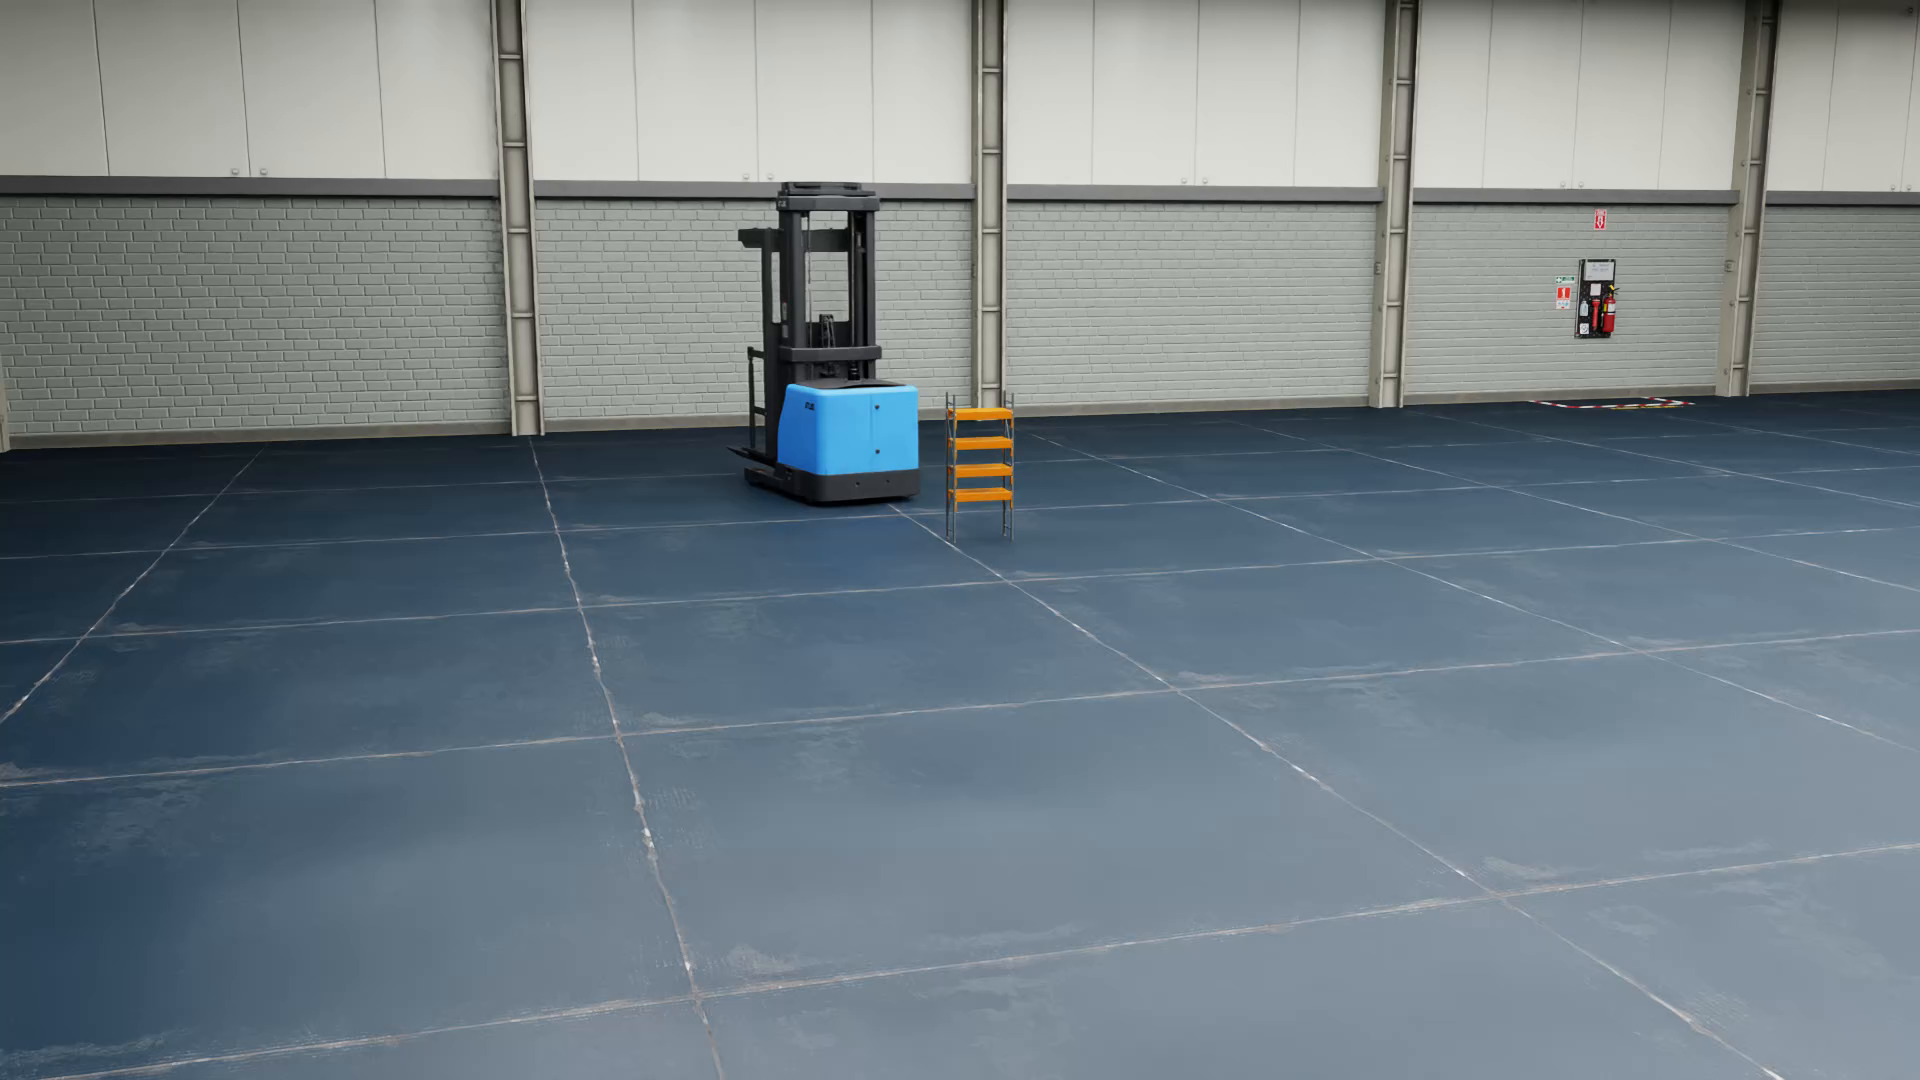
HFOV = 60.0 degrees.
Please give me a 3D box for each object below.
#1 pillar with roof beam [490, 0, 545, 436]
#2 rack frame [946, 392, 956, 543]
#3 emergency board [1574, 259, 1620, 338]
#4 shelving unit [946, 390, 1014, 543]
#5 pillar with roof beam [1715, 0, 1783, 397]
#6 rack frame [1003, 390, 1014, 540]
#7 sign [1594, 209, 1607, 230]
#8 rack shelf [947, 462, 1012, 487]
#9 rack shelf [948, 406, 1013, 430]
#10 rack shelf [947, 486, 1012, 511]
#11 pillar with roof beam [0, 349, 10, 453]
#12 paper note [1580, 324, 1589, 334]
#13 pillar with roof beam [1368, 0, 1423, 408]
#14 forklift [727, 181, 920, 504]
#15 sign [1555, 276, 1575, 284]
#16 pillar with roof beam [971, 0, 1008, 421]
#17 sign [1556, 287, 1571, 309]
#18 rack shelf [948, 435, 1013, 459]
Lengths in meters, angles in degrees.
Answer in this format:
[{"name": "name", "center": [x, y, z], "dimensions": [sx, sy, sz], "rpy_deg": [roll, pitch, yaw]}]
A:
[{"name": "pillar with roof beam", "center": [-4.177, -4.996, 15.832], "dimensions": [0.400, 9.000, 9.100], "rpy_deg": [-3, 11, -16]}, {"name": "rack frame", "center": [-0.075, -0.586, 13.416], "dimensions": [0.015, 1.200, 0.240], "rpy_deg": [-3, 11, -16]}, {"name": "emergency board", "center": [9.519, -3.587, 24.744], "dimensions": [0.643, 1.169, 0.194], "rpy_deg": [-3, 11, -16]}, {"name": "shelving unit", "center": [0.159, -0.598, 13.483], "dimensions": [0.503, 1.200, 0.258], "rpy_deg": [-3, 11, -16]}, {"name": "pillar with roof beam", "center": [13.106, -5.907, 20.779], "dimensions": [0.400, 9.000, 9.100], "rpy_deg": [-3, 11, -16]}, {"name": "rack frame", "center": [0.393, -0.611, 13.550], "dimensions": [0.015, 1.200, 0.240], "rpy_deg": [-3, 11, -16]}, {"name": "sign", "center": [9.483, -4.744, 24.626], "dimensions": [0.199, 0.298, 0.001], "rpy_deg": [-3, 11, -16]}, {"name": "rack shelf", "center": [0.159, -0.532, 13.496], "dimensions": [0.480, 0.148, 0.258], "rpy_deg": [-3, 11, -16]}, {"name": "rack shelf", "center": [0.159, -0.985, 13.412], "dimensions": [0.480, 0.148, 0.258], "rpy_deg": [-3, 11, -16]}, {"name": "rack shelf", "center": [0.159, -0.337, 13.531], "dimensions": [0.480, 0.148, 0.258], "rpy_deg": [-3, 11, -16]}, {"name": "pillar with roof beam", "center": [-9.938, -4.693, 14.182], "dimensions": [0.400, 9.000, 9.100], "rpy_deg": [-3, 11, -16]}, {"name": "paper note", "center": [9.330, -3.157, 24.841], "dimensions": [0.142, 0.148, 0.016], "rpy_deg": [-3, 11, -16]}, {"name": "pillar with roof beam", "center": [7.345, -5.604, 19.130], "dimensions": [0.400, 9.000, 9.100], "rpy_deg": [-3, 11, -16]}, {"name": "forklift", "center": [-1.494, -1.999, 16.309], "dimensions": [1.130, 2.935, 3.031], "rpy_deg": [-5, 12, -27]}, {"name": "sign", "center": [8.966, -3.854, 24.632], "dimensions": [0.331, 0.109, 0.001], "rpy_deg": [-3, 11, -16]}, {"name": "pillar with roof beam", "center": [1.584, -5.300, 17.481], "dimensions": [0.400, 9.000, 9.100], "rpy_deg": [-3, 11, -16]}, {"name": "sign", "center": [8.959, -3.594, 24.687], "dimensions": [0.234, 0.329, 0.001], "rpy_deg": [-3, 11, -16]}, {"name": "rack shelf", "center": [0.159, -0.752, 13.455], "dimensions": [0.480, 0.148, 0.258], "rpy_deg": [-3, 11, -16]}]
